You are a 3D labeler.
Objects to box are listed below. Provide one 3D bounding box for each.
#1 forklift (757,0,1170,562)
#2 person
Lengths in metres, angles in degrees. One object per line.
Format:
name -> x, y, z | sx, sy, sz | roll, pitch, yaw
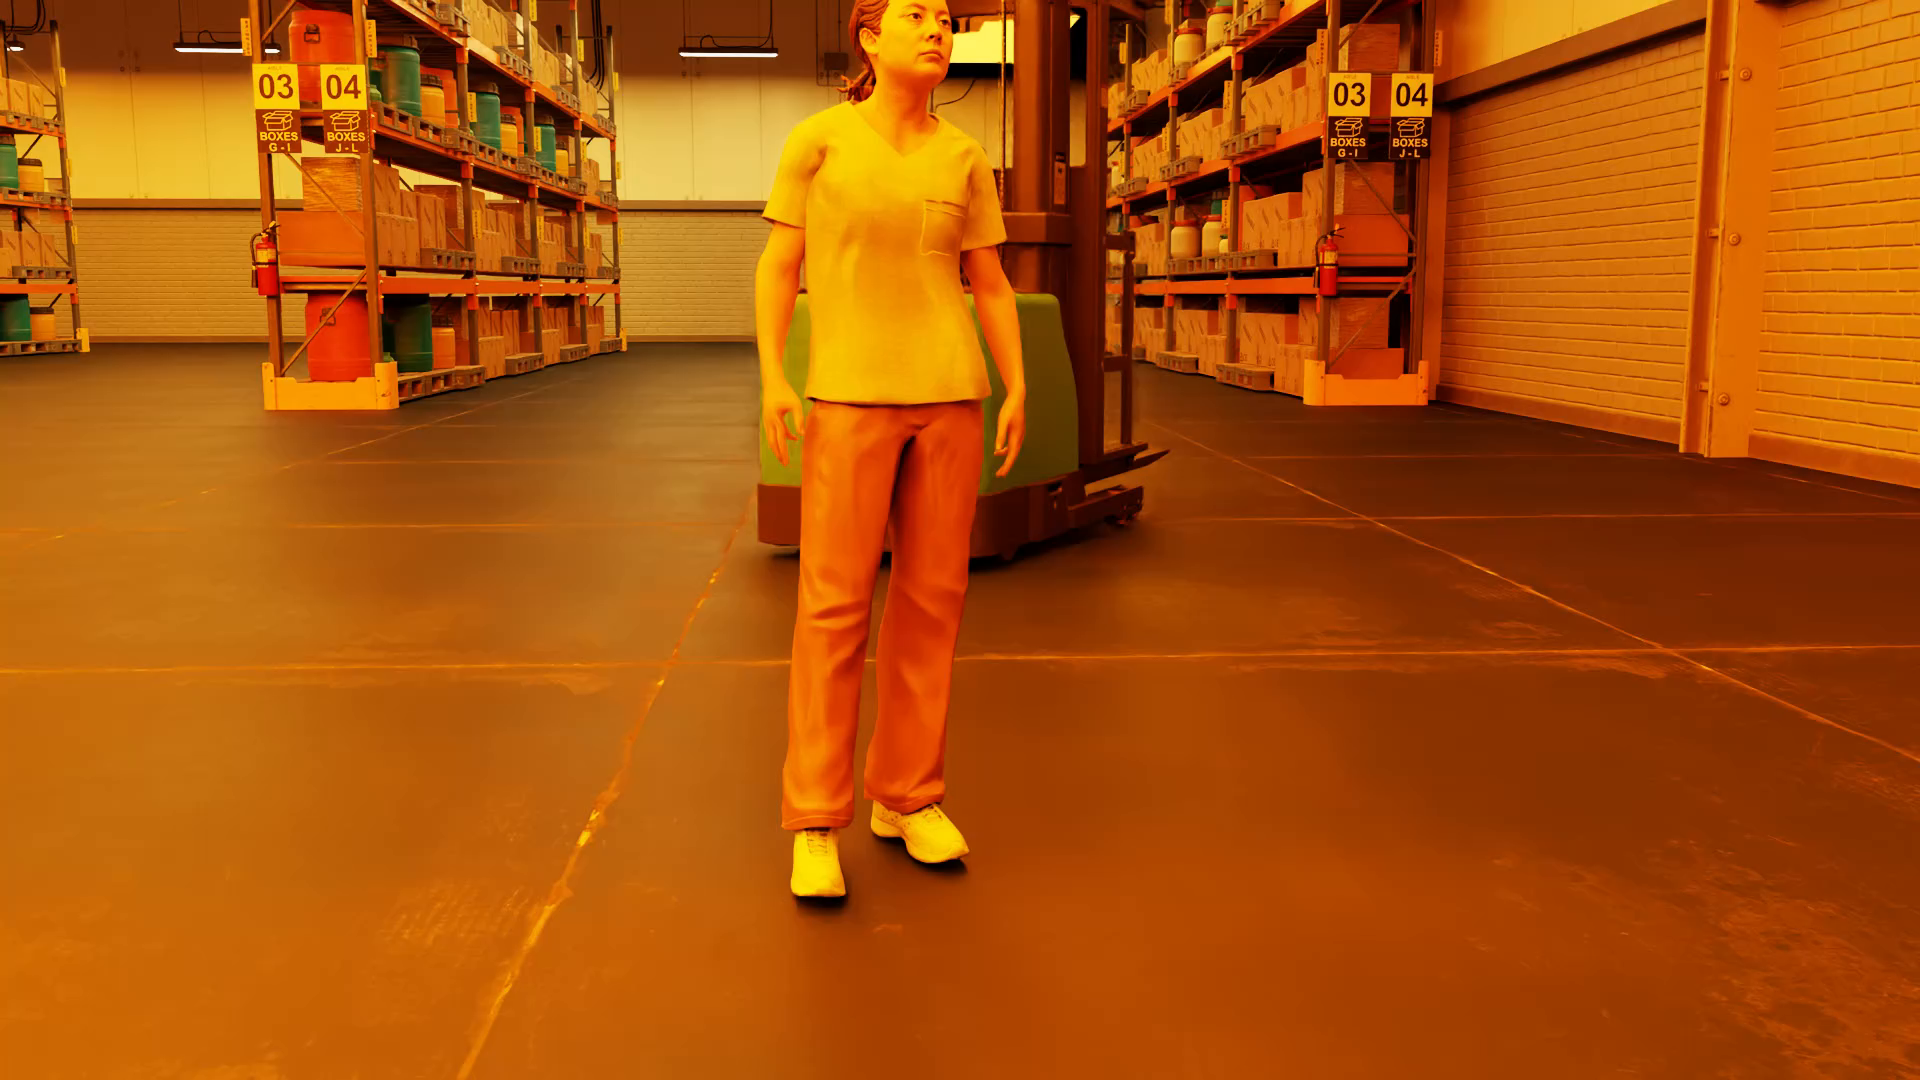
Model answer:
forklift -> 0.231, -1.542, 7.713 | 1.130, 2.935, 3.031 | 4, 9, 24
person -> -0.105, -0.231, 3.113 | 0.554, 1.673, 0.548 | -3, 9, -20
